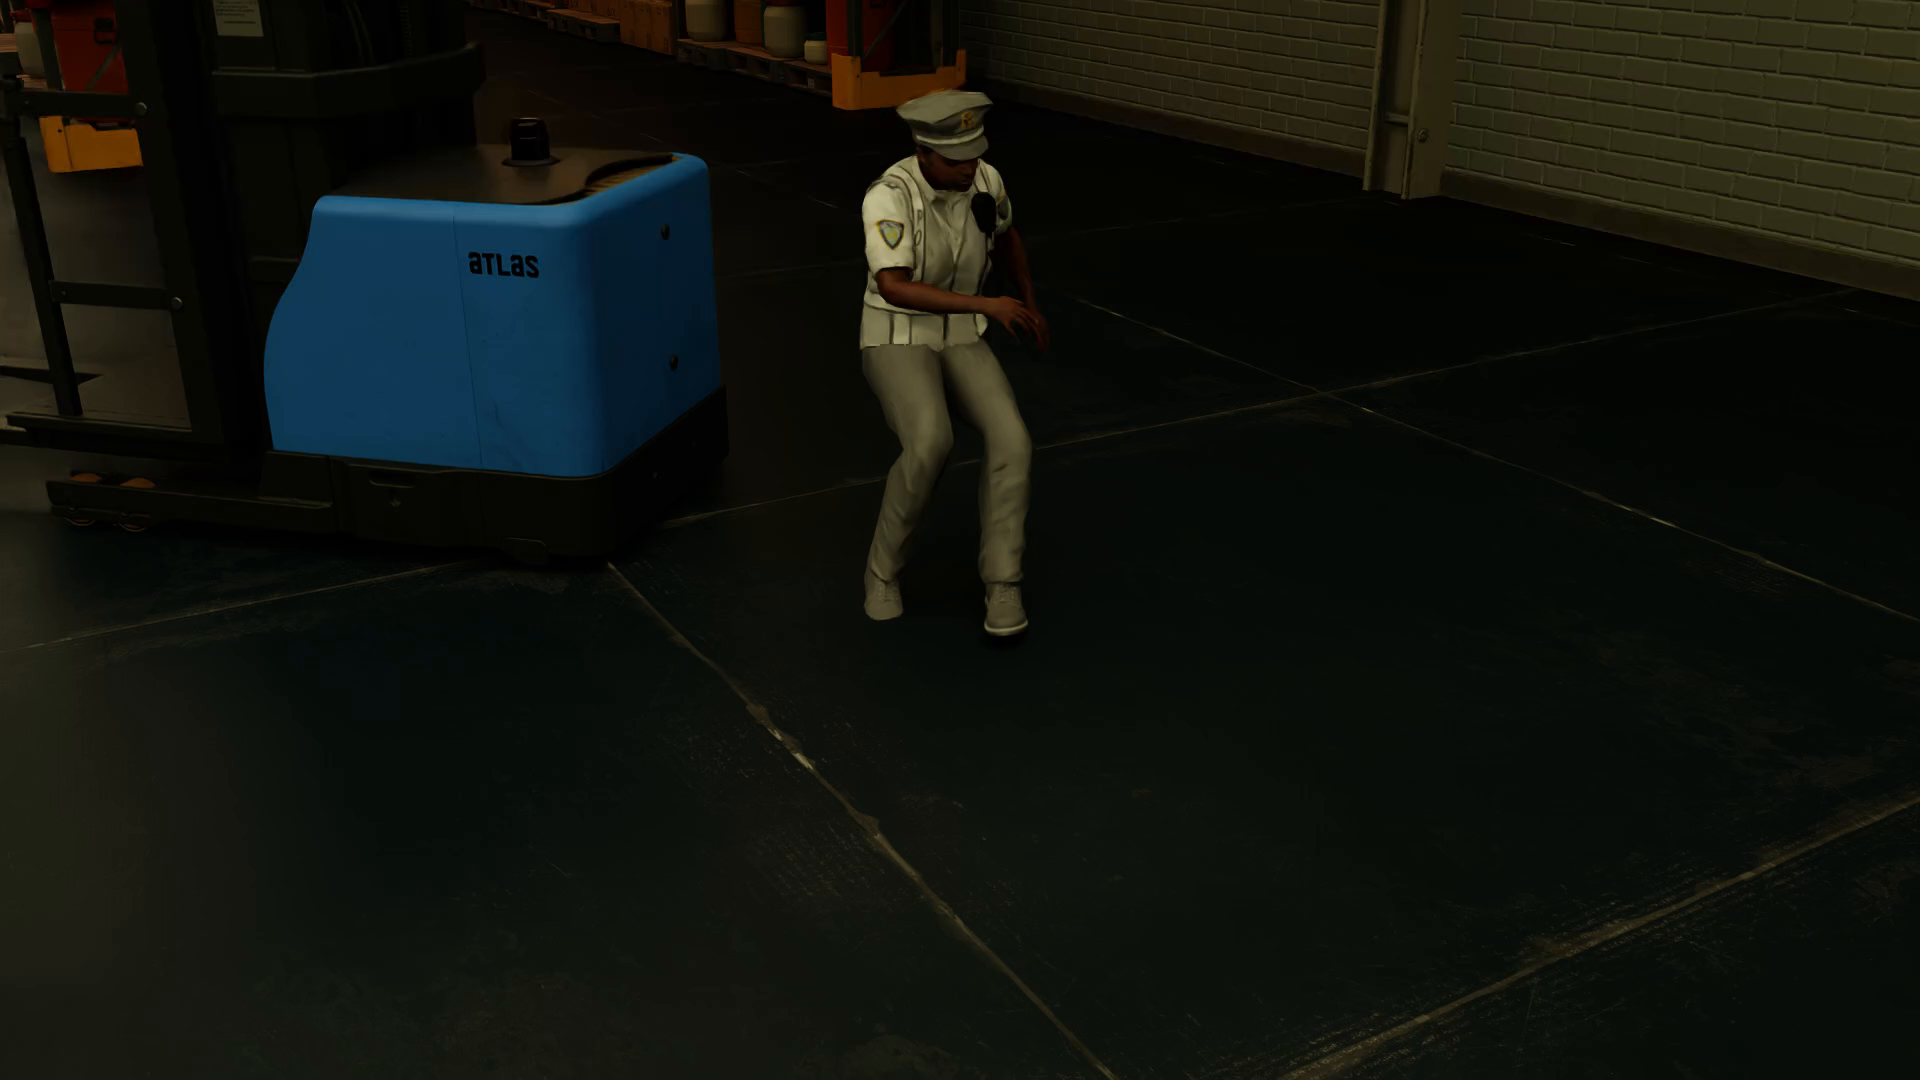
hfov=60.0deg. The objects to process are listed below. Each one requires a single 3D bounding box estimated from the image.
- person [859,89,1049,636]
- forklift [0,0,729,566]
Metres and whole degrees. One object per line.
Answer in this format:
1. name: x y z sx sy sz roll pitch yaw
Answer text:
1. person: 0.061 -0.500 4.627 0.850 1.438 0.882 -13 26 -29
2. forklift: -2.363 -1.567 5.093 3.031 2.935 1.130 6 23 13
